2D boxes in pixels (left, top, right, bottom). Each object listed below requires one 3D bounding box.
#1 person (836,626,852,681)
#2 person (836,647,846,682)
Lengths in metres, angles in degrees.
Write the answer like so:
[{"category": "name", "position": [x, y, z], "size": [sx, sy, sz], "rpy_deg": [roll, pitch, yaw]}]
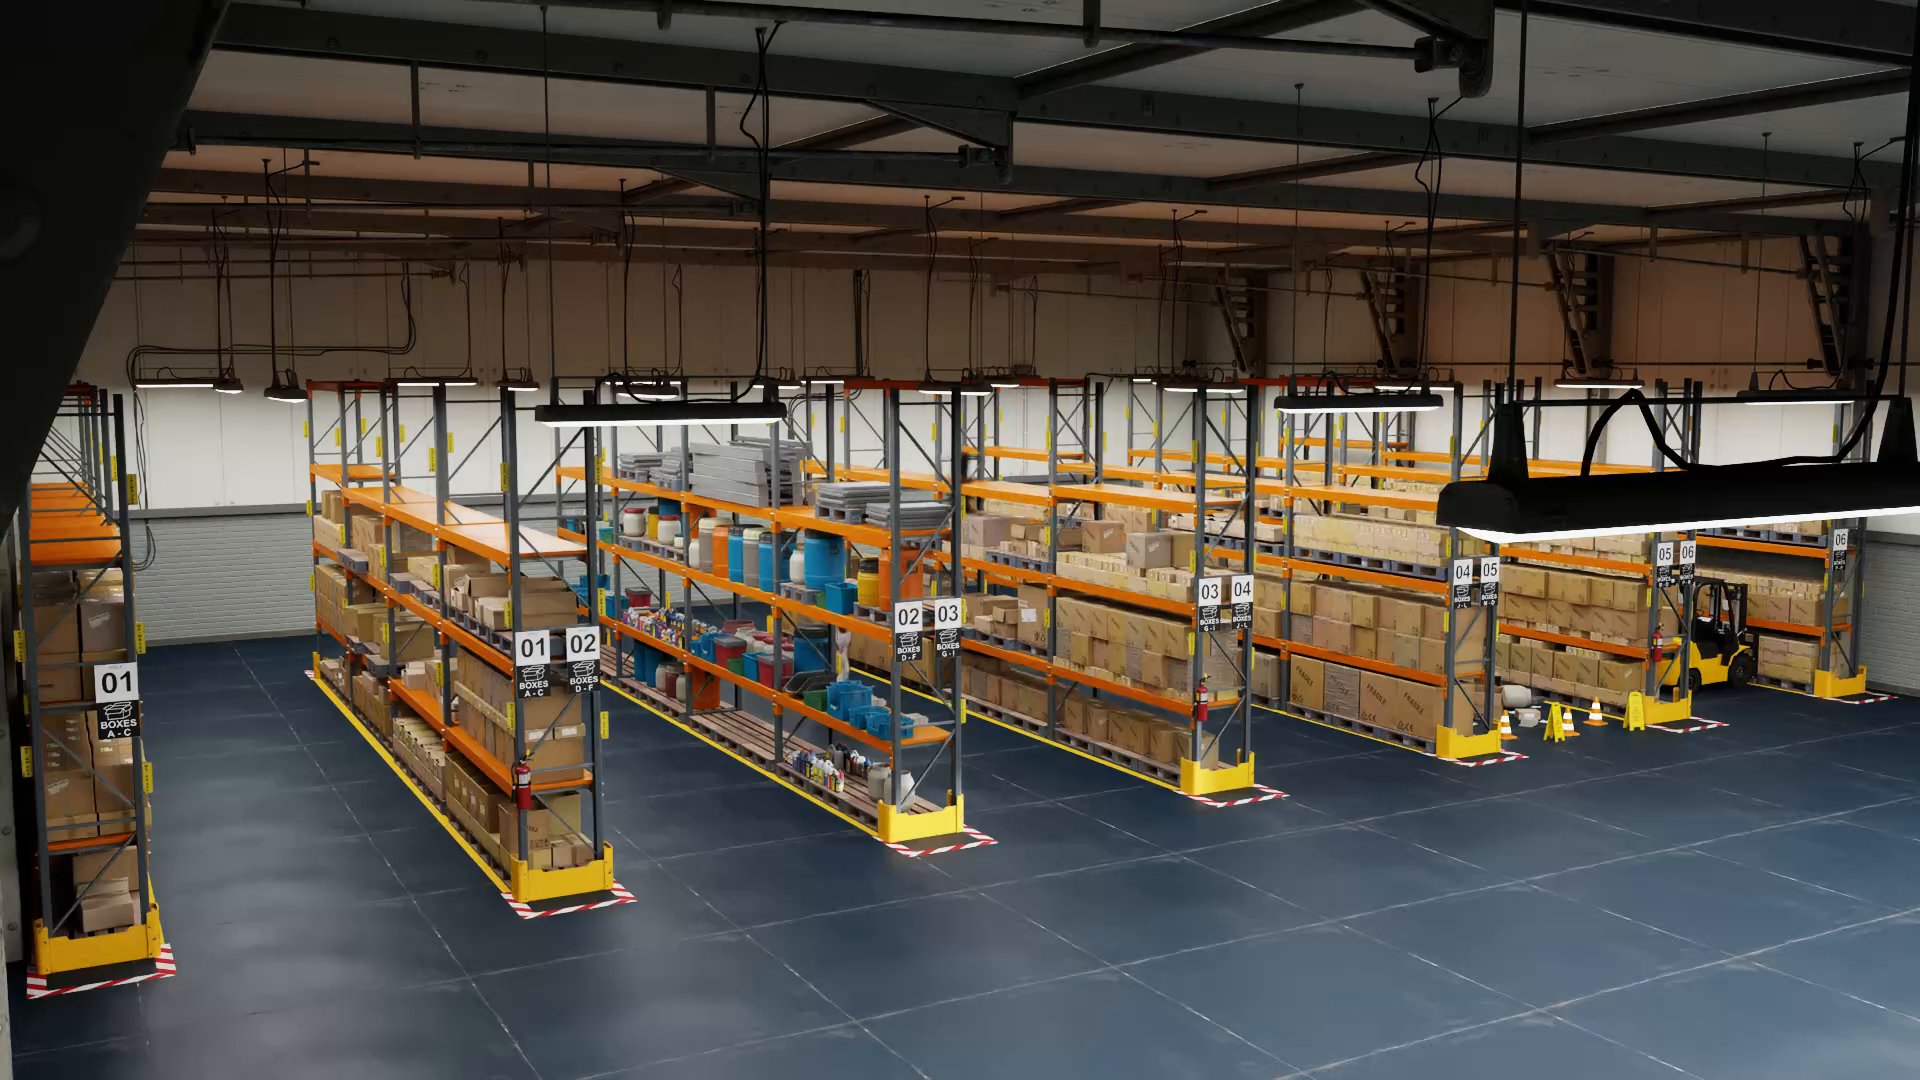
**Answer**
[{"category": "person", "position": [-2.366, 2.185, 31.291], "size": [0.738, 1.717, 1.039], "rpy_deg": [-5, 8, -39]}, {"category": "person", "position": [-2.189, 2.401, 28.686], "size": [0.767, 1.754, 0.665], "rpy_deg": [2, 6, 17]}]
